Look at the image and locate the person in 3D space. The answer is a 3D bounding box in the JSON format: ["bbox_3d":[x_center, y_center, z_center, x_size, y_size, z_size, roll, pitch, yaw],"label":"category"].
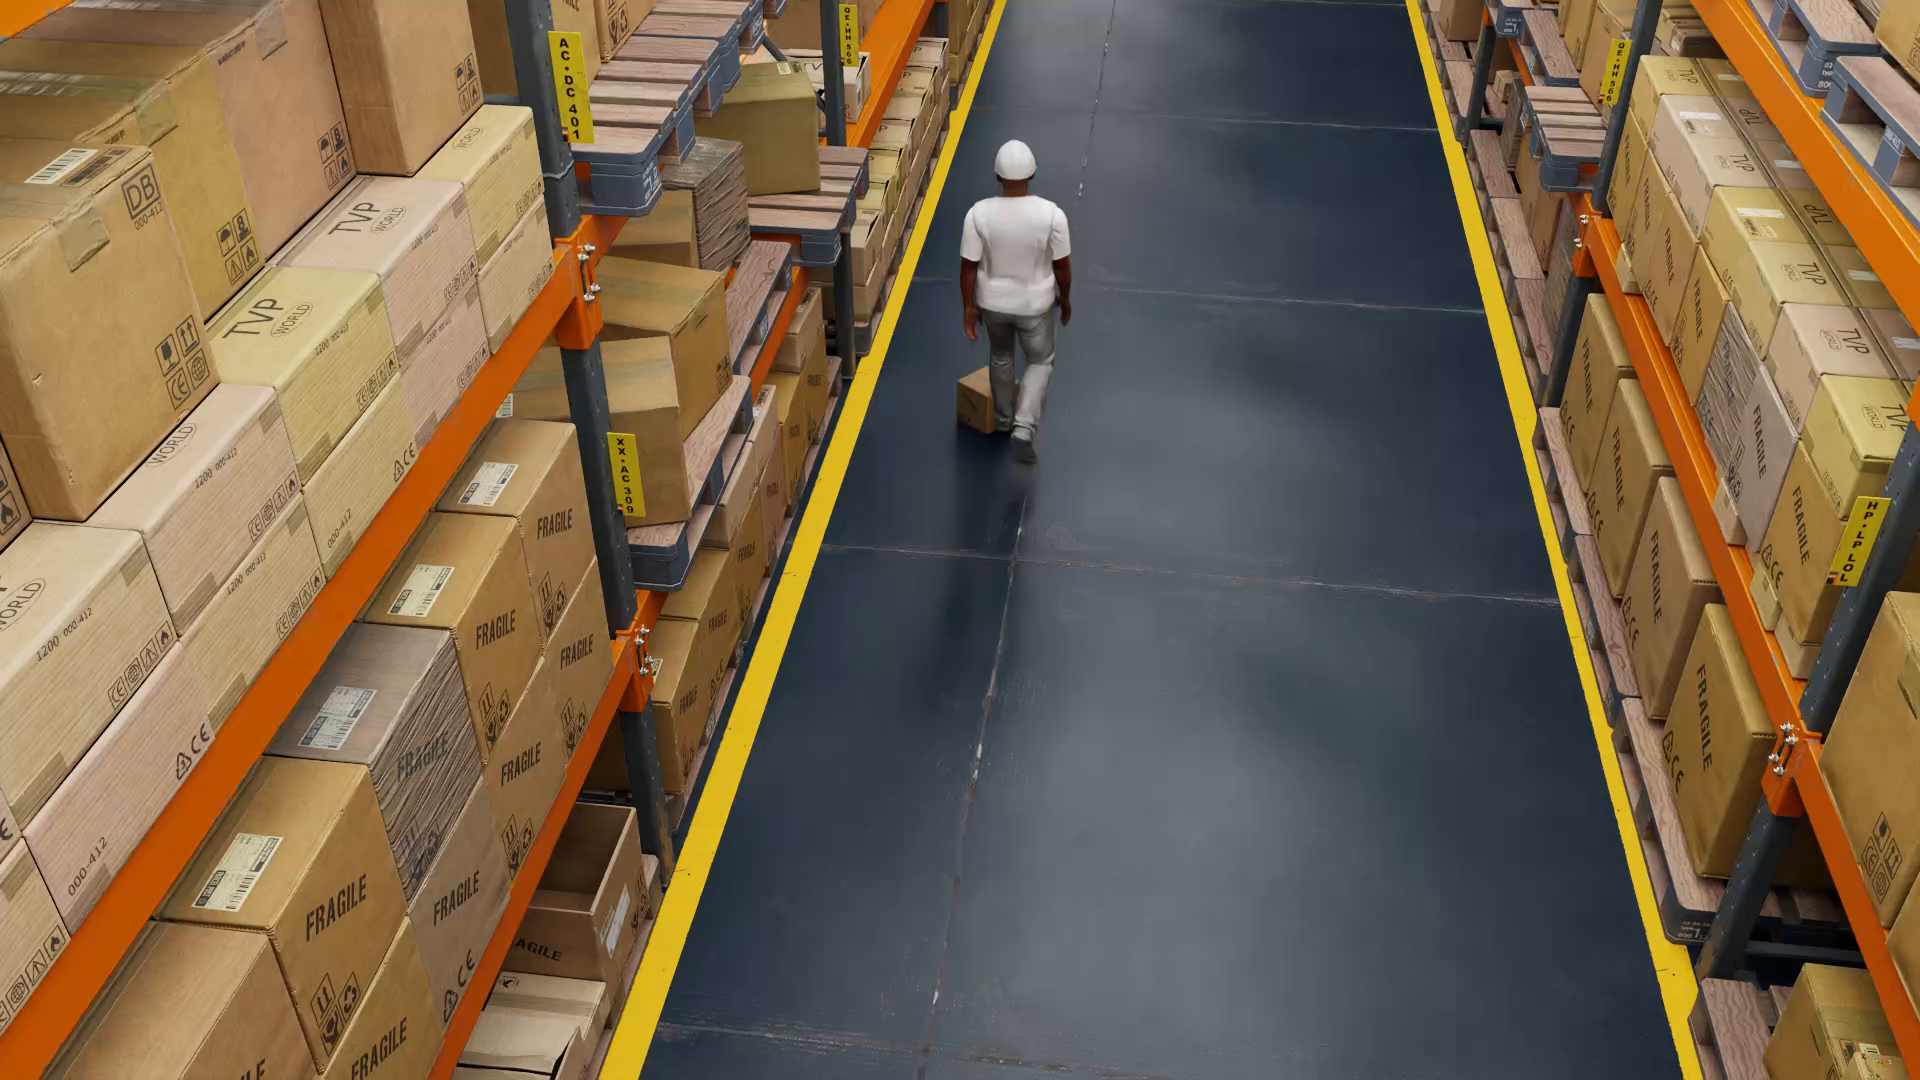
[{"bbox_3d":[0.288,-1.241,8.710,0.568,1.743,0.813,7,37,10],"label":"person"}]
